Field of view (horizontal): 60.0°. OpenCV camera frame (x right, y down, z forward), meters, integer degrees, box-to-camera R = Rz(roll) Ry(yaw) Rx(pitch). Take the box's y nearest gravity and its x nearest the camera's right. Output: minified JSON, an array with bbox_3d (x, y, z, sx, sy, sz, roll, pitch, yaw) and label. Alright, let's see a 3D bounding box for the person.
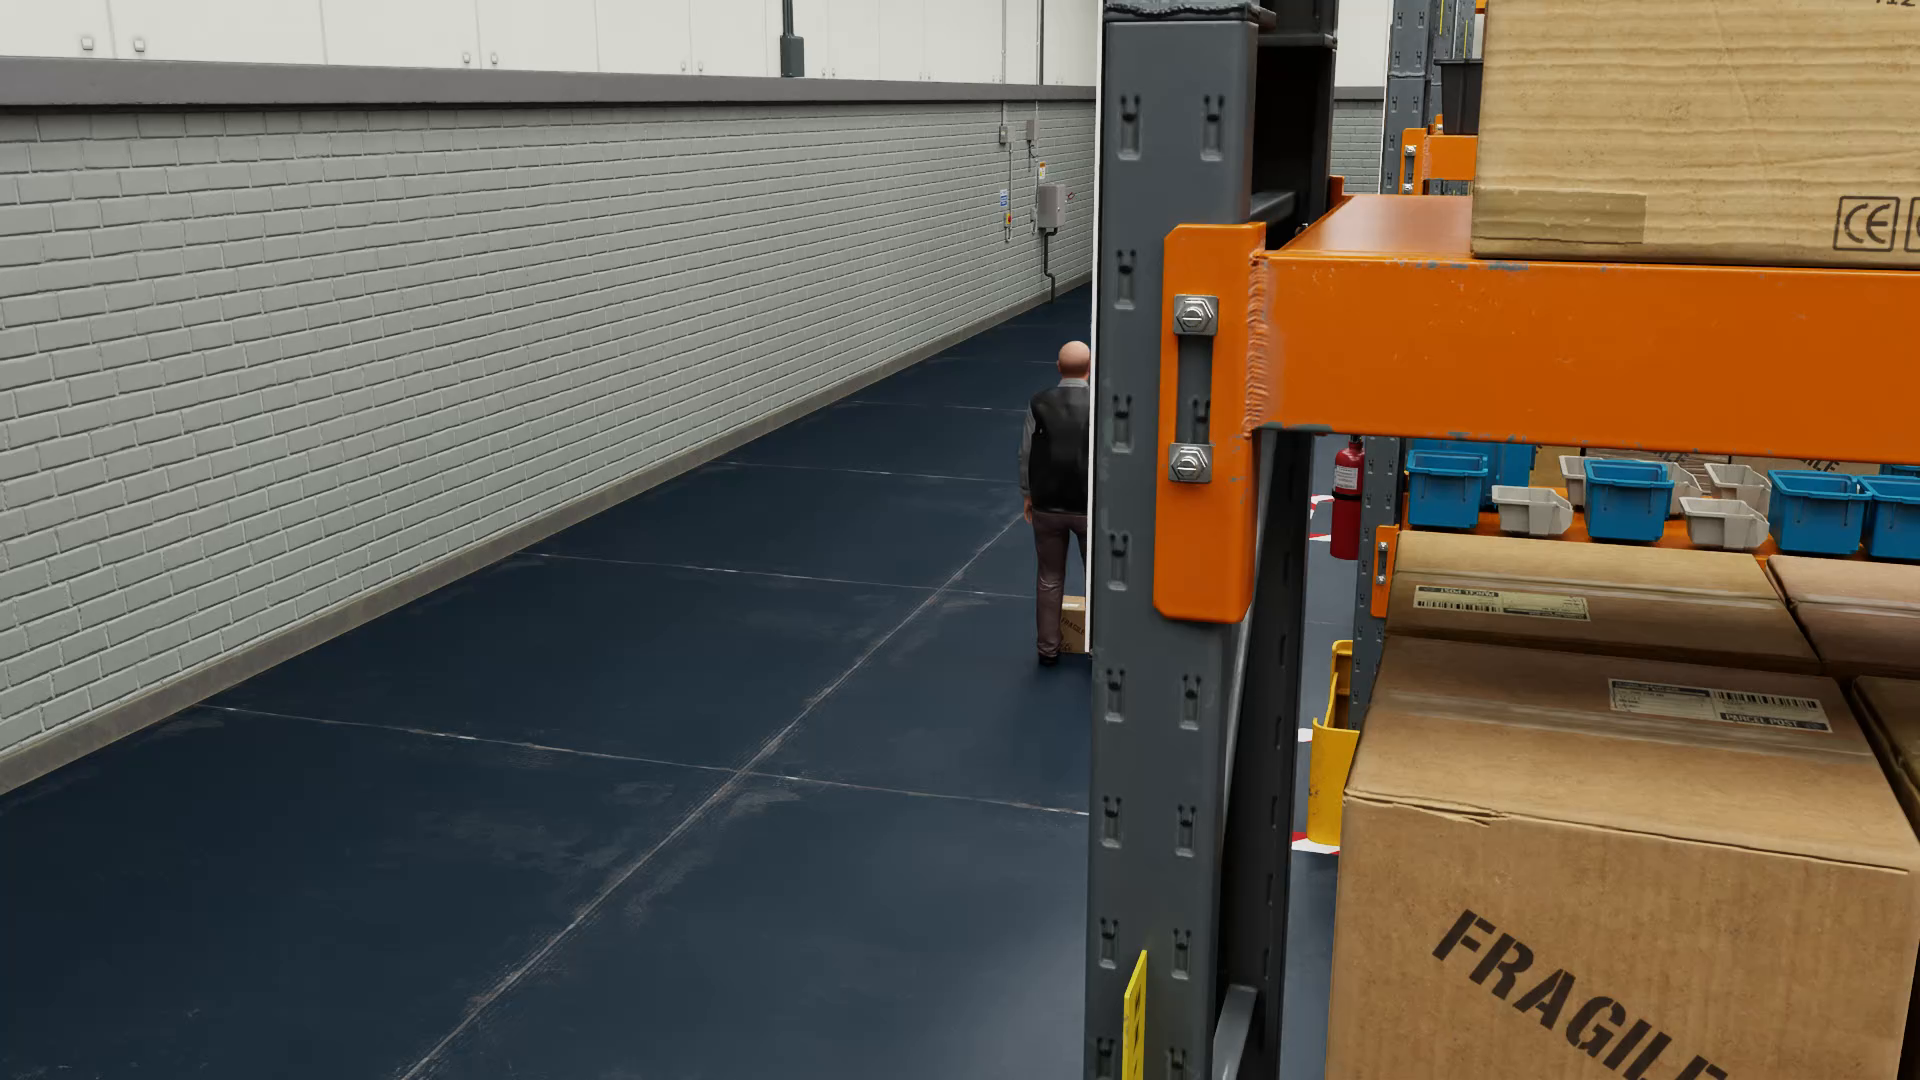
[{"bbox_3d":[0.590,-0.173,8.711,0.580,1.721,0.417,4,16,16],"label":"person"}]
